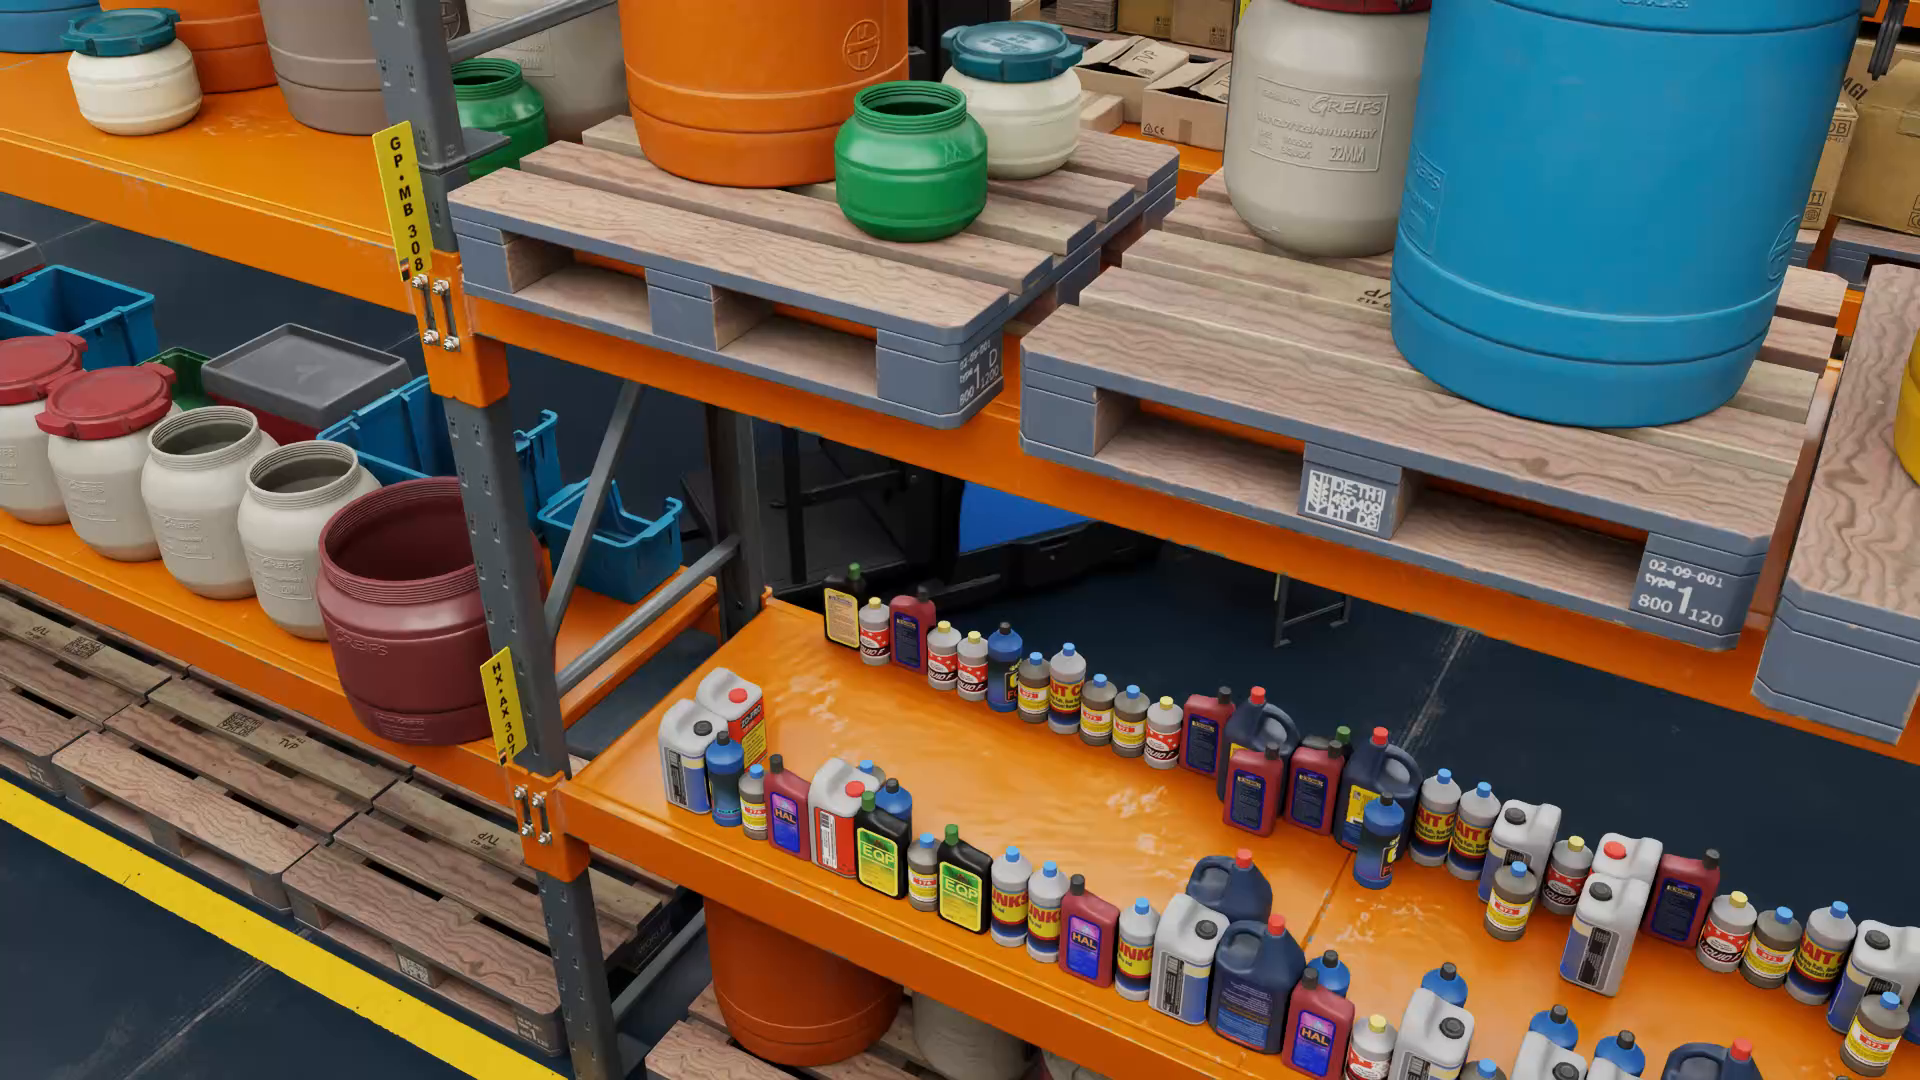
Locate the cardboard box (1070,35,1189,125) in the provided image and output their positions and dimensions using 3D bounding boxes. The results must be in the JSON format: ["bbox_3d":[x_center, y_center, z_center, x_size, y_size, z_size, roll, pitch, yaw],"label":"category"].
[{"bbox_3d":[0.882,-2.456,8.812,0.500,0.311,0.500,17,37,24],"label":"cardboard box"}]

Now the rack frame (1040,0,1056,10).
[{"bbox_3d":[0.544,-5.639,13.511,0.127,3.000,1.000,18,37,24],"label":"rack frame"}]

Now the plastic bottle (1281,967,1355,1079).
[{"bbox_3d":[0.775,1.043,3.583,0.133,0.283,0.061,18,37,24],"label":"plastic bottle"}]

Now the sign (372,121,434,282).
[{"bbox_3d":[-1.166,-0.709,3.497,0.005,0.325,0.100,18,37,24],"label":"sign"}]

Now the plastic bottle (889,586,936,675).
[{"bbox_3d":[-0.136,0.247,4.778,0.133,0.283,0.061,18,37,24],"label":"plastic bottle"}]

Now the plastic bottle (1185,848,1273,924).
[{"bbox_3d":[0.616,0.841,3.825,0.185,0.351,0.144,18,37,24],"label":"plastic bottle"}]

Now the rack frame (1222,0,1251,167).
[{"bbox_3d":[1.562,-2.154,8.278,0.127,3.000,1.000,18,37,24],"label":"rack frame"}]

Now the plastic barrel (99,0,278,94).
[{"bbox_3d":[-2.072,-1.709,4.516,0.708,0.830,0.600,18,37,24],"label":"plastic barrel"}]

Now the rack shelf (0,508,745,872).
[{"bbox_3d":[-2.635,-0.022,5.725,4.000,0.370,1.077,18,37,24],"label":"rack shelf"}]

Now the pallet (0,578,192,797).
[{"bbox_3d":[-3.671,0.487,6.829,1.213,0.211,1.003,18,37,24],"label":"pallet"}]

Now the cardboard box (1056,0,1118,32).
[{"bbox_3d":[1.191,-4.587,13.790,0.500,0.500,0.700,19,38,26],"label":"cardboard box"}]

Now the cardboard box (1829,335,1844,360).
[{"bbox_3d":[3.868,-1.034,7.778,0.500,0.250,0.500,18,38,24],"label":"cardboard box"}]

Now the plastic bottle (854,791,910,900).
[{"bbox_3d":[-0.188,0.738,4.041,0.133,0.283,0.061,18,37,24],"label":"plastic bottle"}]

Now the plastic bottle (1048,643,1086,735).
[{"bbox_3d":[0.294,0.399,4.560,0.097,0.271,0.097,0,34,0],"label":"plastic bottle"}]

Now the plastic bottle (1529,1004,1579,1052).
[{"bbox_3d":[1.245,1.088,3.525,0.097,0.271,0.097,0,34,0],"label":"plastic bottle"}]

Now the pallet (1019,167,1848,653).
[{"bbox_3d":[0.859,-0.320,2.988,1.213,0.211,1.003,18,37,24],"label":"pallet"}]

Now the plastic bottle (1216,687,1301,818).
[{"bbox_3d":[0.774,0.533,4.287,0.185,0.351,0.144,18,37,24],"label":"plastic bottle"}]

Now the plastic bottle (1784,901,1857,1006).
[{"bbox_3d":[1.956,0.926,3.769,0.097,0.271,0.097,0,34,0],"label":"plastic bottle"}]

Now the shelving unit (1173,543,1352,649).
[{"bbox_3d":[1.329,-0.399,6.996,0.431,1.500,0.755,-16,37,-23],"label":"shelving unit"}]

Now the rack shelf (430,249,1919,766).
[{"bbox_3d":[0.838,-0.170,3.242,4.000,0.370,1.077,18,37,24],"label":"rack shelf"}]

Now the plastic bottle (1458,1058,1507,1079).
[{"bbox_3d":[1.085,1.164,3.475,0.097,0.201,0.097,0,34,0],"label":"plastic bottle"}]

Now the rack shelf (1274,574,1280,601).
[{"bbox_3d":[1.329,-0.128,7.177,0.431,0.370,0.720,-16,37,-23],"label":"rack shelf"}]

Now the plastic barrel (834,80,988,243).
[{"bbox_3d":[-0.093,-0.728,3.191,0.294,0.245,0.294,0,34,0],"label":"plastic barrel"}]

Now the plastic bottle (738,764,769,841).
[{"bbox_3d":[-0.512,0.658,4.235,0.097,0.201,0.097,0,34,0],"label":"plastic bottle"}]

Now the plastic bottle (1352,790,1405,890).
[{"bbox_3d":[1.028,0.724,4.072,0.097,0.271,0.097,0,34,0],"label":"plastic bottle"}]

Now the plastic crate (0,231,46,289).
[{"bbox_3d":[-3.800,-0.912,6.355,0.583,0.464,0.402,18,37,24],"label":"plastic crate"}]

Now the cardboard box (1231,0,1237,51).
[{"bbox_3d":[2.531,-4.175,13.171,0.500,0.500,0.700,17,37,24],"label":"cardboard box"}]

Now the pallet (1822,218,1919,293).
[{"bbox_3d":[4.395,-1.246,7.088,1.213,0.211,1.003,18,37,24],"label":"pallet"}]

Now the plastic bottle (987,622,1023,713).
[{"bbox_3d":[0.124,0.346,4.640,0.097,0.271,0.097,0,34,0],"label":"plastic bottle"}]

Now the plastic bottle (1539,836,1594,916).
[{"bbox_3d":[1.470,0.801,4.020,0.097,0.201,0.097,0,34,0],"label":"plastic bottle"}]

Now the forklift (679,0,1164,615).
[{"bbox_3d":[-0.625,-1.059,6.696,3.031,2.935,1.130,-14,36,-20],"label":"forklift"}]

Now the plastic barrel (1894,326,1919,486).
[{"bbox_3d":[1.681,-0.326,2.278,0.600,0.588,0.600,0,34,0],"label":"plastic barrel"}]

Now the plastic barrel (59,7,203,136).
[{"bbox_3d":[-2.119,-1.199,4.263,0.301,0.262,0.301,0,34,0],"label":"plastic barrel"}]

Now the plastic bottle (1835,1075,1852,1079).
[{"bbox_3d":[1.685,1.185,3.309,0.185,0.351,0.144,18,37,24],"label":"plastic bottle"}]

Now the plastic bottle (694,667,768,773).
[{"bbox_3d":[-0.608,0.482,4.432,0.135,0.276,0.152,18,37,24],"label":"plastic bottle"}]

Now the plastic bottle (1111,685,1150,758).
[{"bbox_3d":[0.463,0.482,4.499,0.097,0.201,0.097,0,34,0],"label":"plastic bottle"}]

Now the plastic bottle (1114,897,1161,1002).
[{"bbox_3d":[0.406,0.920,3.779,0.097,0.271,0.097,0,34,0],"label":"plastic bottle"}]

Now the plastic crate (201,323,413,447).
[{"bbox_3d":[-2.150,-0.389,5.571,0.583,0.464,0.402,18,37,24],"label":"plastic crate"}]

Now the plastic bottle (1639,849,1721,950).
[{"bbox_3d":[1.696,0.827,3.907,0.133,0.283,0.061,18,37,24],"label":"plastic bottle"}]

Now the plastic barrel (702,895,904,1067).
[{"bbox_3d":[-0.466,1.084,4.995,0.708,0.830,0.600,18,37,24],"label":"plastic barrel"}]

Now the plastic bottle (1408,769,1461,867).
[{"bbox_3d":[1.184,0.682,4.136,0.097,0.271,0.097,0,34,0],"label":"plastic bottle"}]

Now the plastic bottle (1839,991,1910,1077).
[{"bbox_3d":[1.998,1.066,3.623,0.097,0.201,0.097,0,34,0],"label":"plastic bottle"}]

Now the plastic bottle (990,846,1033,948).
[{"bbox_3d":[0.121,0.829,3.914,0.097,0.271,0.097,0,34,0],"label":"plastic bottle"}]

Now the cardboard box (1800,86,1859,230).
[{"bbox_3d":[3.470,-1.726,7.167,0.500,0.500,0.700,8,35,12],"label":"cardboard box"}]

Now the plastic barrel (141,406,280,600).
[{"bbox_3d":[-2.264,-0.114,5.113,0.421,0.512,0.421,0,34,0],"label":"plastic barrel"}]
